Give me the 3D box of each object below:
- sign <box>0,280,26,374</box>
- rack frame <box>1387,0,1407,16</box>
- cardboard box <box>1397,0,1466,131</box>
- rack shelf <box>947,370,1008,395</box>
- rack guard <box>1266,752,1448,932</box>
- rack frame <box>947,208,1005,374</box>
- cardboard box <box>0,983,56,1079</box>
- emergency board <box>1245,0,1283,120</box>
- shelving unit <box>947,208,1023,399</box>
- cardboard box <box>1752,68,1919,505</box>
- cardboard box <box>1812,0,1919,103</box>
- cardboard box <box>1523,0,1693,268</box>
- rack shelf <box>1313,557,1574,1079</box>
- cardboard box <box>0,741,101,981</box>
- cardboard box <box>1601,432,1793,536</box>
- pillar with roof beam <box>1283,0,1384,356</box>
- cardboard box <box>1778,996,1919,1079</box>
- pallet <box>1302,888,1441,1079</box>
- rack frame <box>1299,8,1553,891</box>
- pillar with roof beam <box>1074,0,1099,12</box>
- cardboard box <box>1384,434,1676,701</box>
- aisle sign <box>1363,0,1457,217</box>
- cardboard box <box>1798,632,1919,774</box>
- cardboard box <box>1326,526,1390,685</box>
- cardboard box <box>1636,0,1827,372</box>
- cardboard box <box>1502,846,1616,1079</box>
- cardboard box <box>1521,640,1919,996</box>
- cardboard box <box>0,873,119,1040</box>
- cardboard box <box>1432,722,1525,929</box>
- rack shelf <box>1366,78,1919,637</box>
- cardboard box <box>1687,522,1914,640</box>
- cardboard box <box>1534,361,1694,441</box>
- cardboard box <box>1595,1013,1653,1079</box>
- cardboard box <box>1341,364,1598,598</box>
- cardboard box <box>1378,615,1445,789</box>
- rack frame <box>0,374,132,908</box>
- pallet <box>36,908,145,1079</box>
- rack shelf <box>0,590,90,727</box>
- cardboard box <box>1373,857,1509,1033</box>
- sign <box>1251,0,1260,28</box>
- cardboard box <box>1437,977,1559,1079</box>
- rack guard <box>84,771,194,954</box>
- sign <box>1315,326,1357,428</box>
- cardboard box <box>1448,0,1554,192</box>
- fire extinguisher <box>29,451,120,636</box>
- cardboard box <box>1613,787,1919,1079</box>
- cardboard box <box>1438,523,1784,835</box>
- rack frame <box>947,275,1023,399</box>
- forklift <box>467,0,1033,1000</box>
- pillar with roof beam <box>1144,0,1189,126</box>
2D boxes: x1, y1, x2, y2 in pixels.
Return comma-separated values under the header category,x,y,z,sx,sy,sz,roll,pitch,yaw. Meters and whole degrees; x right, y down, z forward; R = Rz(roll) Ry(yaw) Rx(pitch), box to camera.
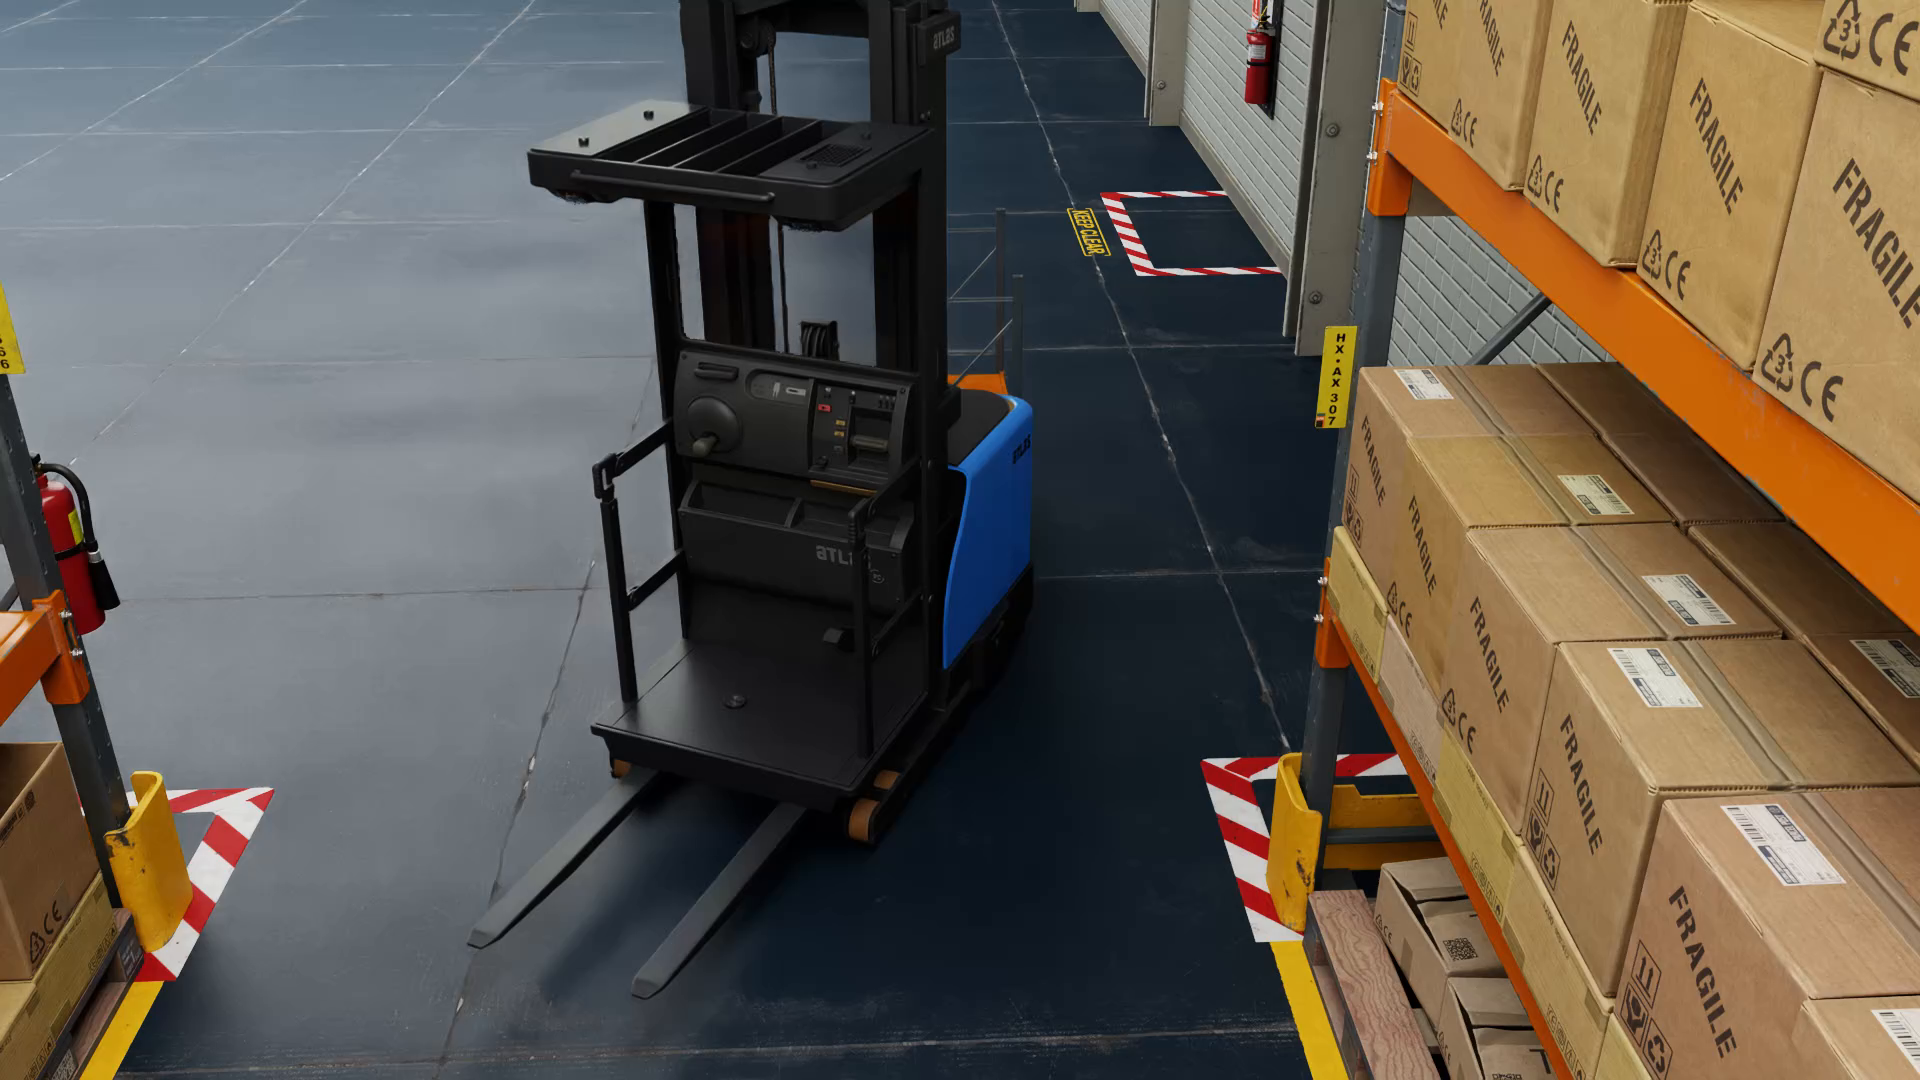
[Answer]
category,x,y,z,sx,sy,sz,roll,pitch,yaw
sign,-2.727,-0.621,4.689,0.100,0.325,0.005,-1,28,-3
rack frame,1.677,-2.777,3.844,1.000,3.000,0.127,-1,28,-3
cardboard box,1.444,-1.340,4.203,0.500,0.500,0.500,-1,28,-1
rack shelf,-0.003,-0.547,8.065,0.538,0.185,1.000,-1,28,-3
rack guard,1.681,1.026,5.742,1.175,0.500,0.348,-1,28,-3
rack frame,-0.029,-0.942,8.432,0.500,1.500,0.032,-1,28,-3
cardboard box,-2.909,1.508,4.634,0.500,0.250,0.500,-1,28,-3
emergency board,2.173,-3.728,12.154,0.194,1.169,0.643,-1,28,-3
shelving unit,-0.002,-0.703,7.974,0.587,1.500,1.083,-1,28,-3
cardboard box,1.532,-0.370,2.341,0.500,0.500,0.500,-2,28,-5
cardboard box,1.512,-0.815,2.115,0.500,0.500,0.500,-2,28,-4
cardboard box,1.468,-0.852,3.266,0.500,0.500,0.500,0,28,0
rack shelf,1.781,1.125,3.627,1.077,0.370,4.000,-1,28,-3
cardboard box,-2.945,0.945,4.903,0.500,0.500,0.500,-1,28,-3
cardboard box,1.930,0.053,4.235,0.500,0.500,0.500,-1,28,-2
pillar with roof beam,-2.035,-5.142,8.378,9.100,9.000,0.400,-1,28,-3
cardboard box,1.520,1.014,2.392,0.500,0.500,0.500,-2,28,-3
pallet,1.688,1.530,5.088,1.003,0.211,1.213,-1,28,-3
rack frame,1.677,-0.118,5.232,1.000,3.000,0.127,-1,28,-3
pillar with roof beam,-2.662,-10.684,19.003,9.100,9.000,0.400,-1,28,-3
cardboard box,1.417,0.064,4.214,0.500,0.500,0.500,-1,28,-2
aisle sign,1.373,-1.296,4.680,0.394,0.787,0.004,-1,28,-3
cardboard box,1.988,0.524,3.331,0.500,0.500,0.500,-1,28,-2
cardboard box,1.385,0.173,4.815,0.500,0.250,0.500,-2,28,-4
cardboard box,1.517,-0.605,2.792,0.500,0.500,0.500,0,28,1
cardboard box,1.471,0.881,3.457,0.500,0.250,0.500,-1,28,-2
cardboard box,1.477,0.541,3.299,0.500,0.500,0.500,-1,28,-1
cardboard box,-2.947,1.277,5.077,0.500,0.250,0.500,-1,28,-3
cardboard box,1.447,0.648,3.904,0.500,0.250,0.500,-2,28,-3
rack shelf,1.781,-0.205,2.933,1.077,0.370,4.000,-1,28,-3
cardboard box,1.961,0.292,3.777,0.500,0.500,0.500,-2,28,-4
cardboard box,1.914,-0.180,4.681,0.500,0.500,0.500,-2,28,-3
cardboard box,1.499,1.114,3.011,0.500,0.250,0.500,-2,28,-3
cardboard box,1.401,-0.165,4.652,0.500,0.500,0.500,-1,28,-3
cardboard box,1.426,0.413,4.356,0.500,0.250,0.500,-2,28,-4
rack frame,-3.270,0.004,4.999,1.000,3.000,0.127,-1,28,-3
pallet,-3.188,1.592,4.969,1.003,0.211,1.213,-1,28,-3
rack shelf,-3.166,1.246,3.395,1.077,0.370,4.000,-1,28,-3
cardboard box,1.623,1.201,5.135,0.500,0.311,0.500,-4,28,-8
sign,2.247,-4.002,12.641,0.001,0.329,0.234,-1,28,-3
cardboard box,1.653,1.465,4.630,0.500,0.311,0.500,1,28,2
rack guard,-3.271,1.101,5.598,1.175,0.500,0.348,-1,28,-3
sign,1.135,-0.488,5.006,0.100,0.325,0.005,-1,28,-3
cardboard box,1.437,-1.091,3.725,0.500,0.500,0.500,0,28,1
fire extinguisher,-2.812,-0.028,5.143,0.296,0.674,0.183,-1,28,-3
cardboard box,1.505,0.781,2.839,0.500,0.500,0.500,-2,28,-4
cardboard box,1.438,0.303,3.756,0.500,0.500,0.500,-2,28,-4
rack frame,0.024,-0.472,7.532,0.500,1.500,0.032,-1,28,-3
forklift,-0.697,-0.406,5.859,1.130,2.935,3.031,11,29,19
pillar with roof beam,-2.349,-7.913,13.691,9.100,9.000,0.400,-1,28,-3
